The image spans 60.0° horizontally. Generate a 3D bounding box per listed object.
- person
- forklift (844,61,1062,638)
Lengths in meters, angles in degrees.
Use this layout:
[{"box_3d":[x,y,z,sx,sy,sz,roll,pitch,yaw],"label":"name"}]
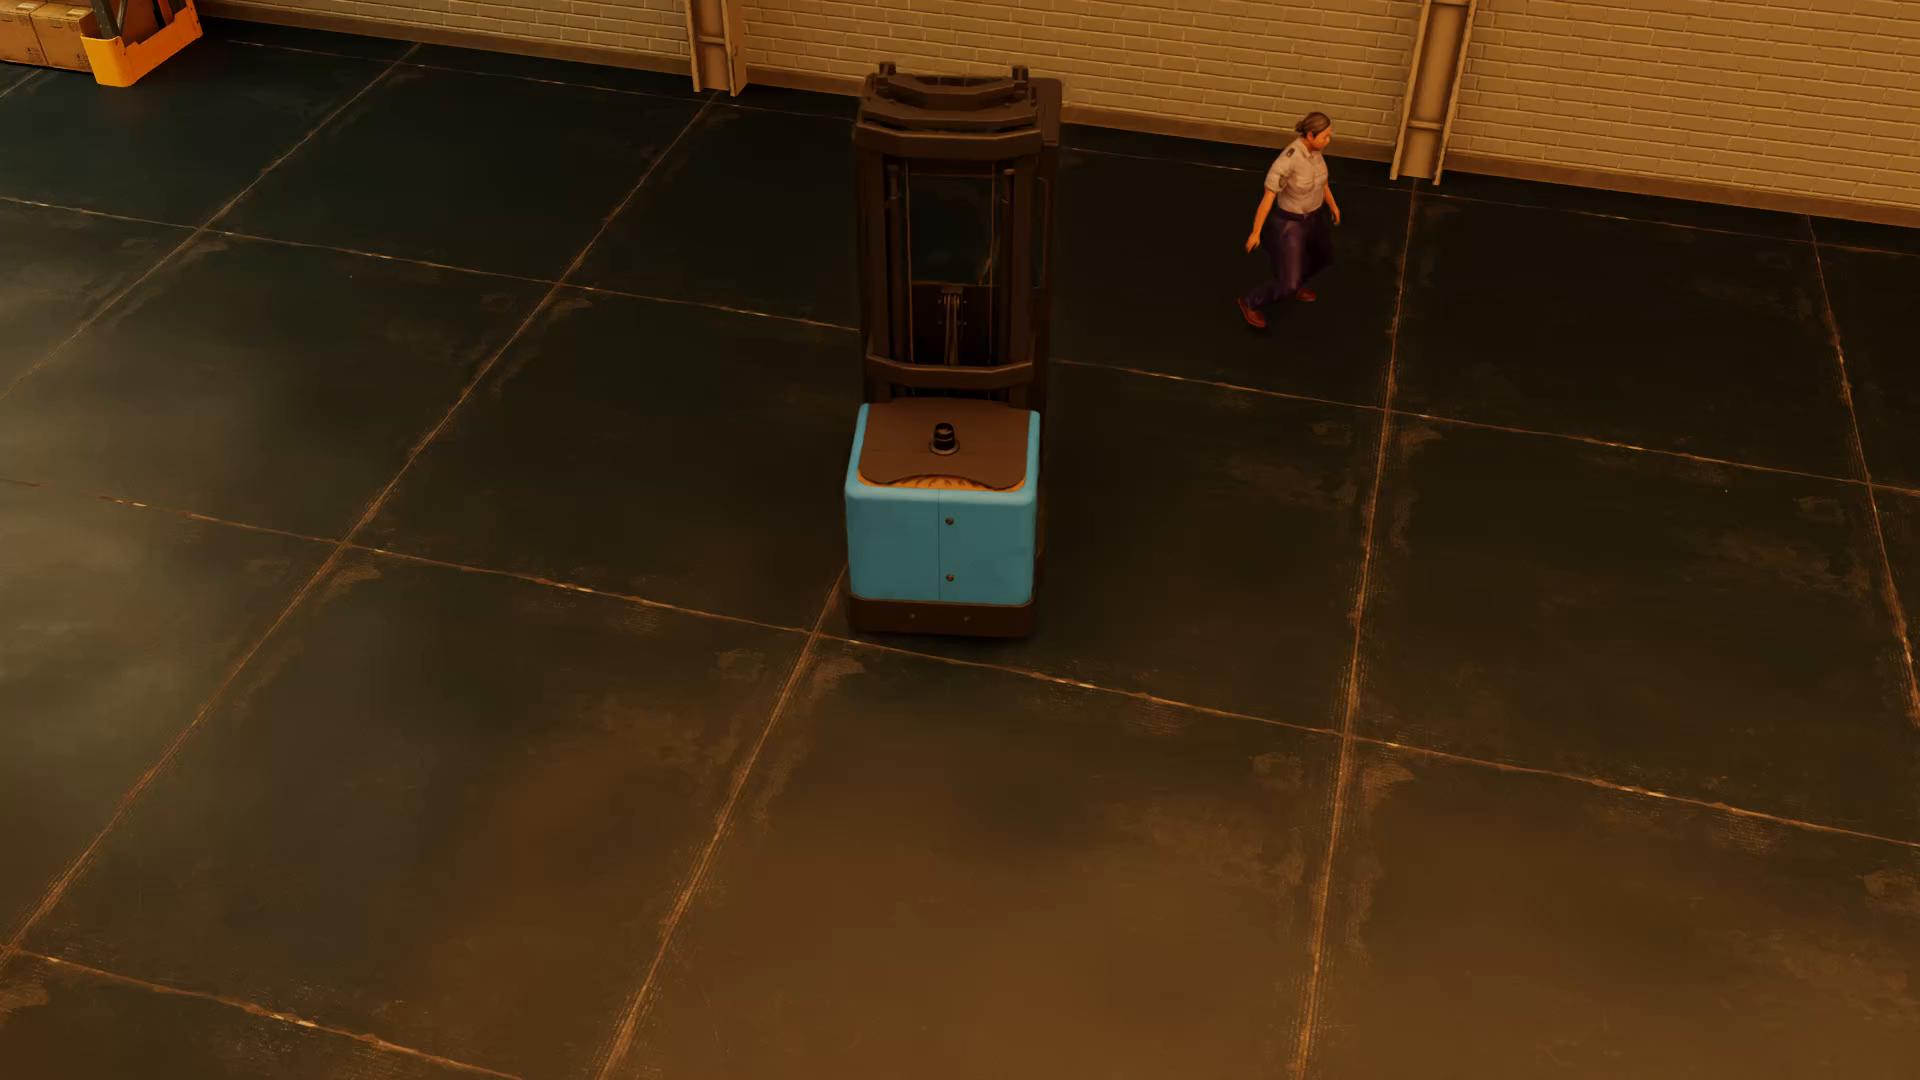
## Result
[{"box_3d":[2.302,-2.170,11.391,0.827,1.565,0.487,-32,50,-31],"label":"person"},{"box_3d":[-0.009,-1.512,9.587,1.130,2.935,3.031,3,41,3],"label":"forklift"}]
